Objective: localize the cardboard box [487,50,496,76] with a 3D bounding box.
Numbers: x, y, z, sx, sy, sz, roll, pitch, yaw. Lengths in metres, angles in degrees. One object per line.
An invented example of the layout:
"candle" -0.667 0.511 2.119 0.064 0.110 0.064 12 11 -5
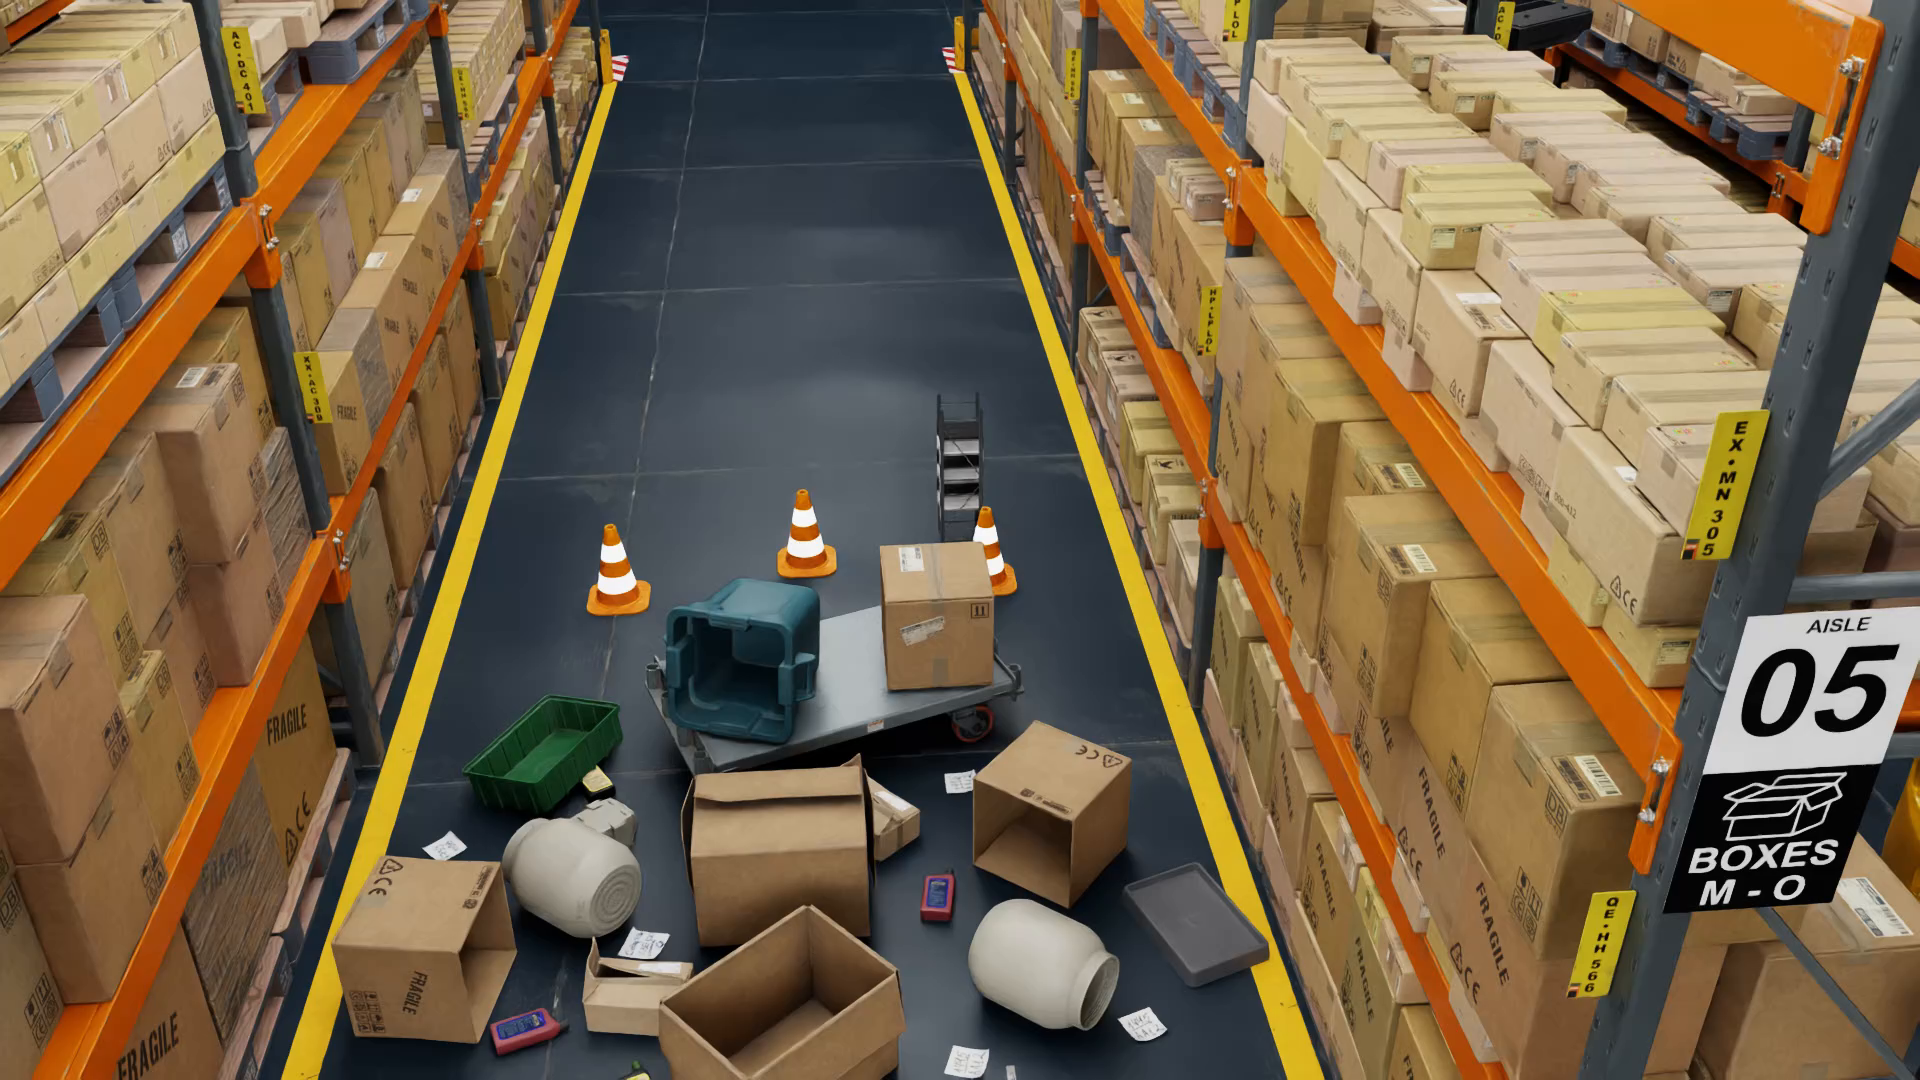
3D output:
"cardboard box" -3.634 -3.498 12.227 0.380 0.149 0.250 -2 31 -3

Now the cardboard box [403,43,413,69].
"cardboard box" -4.305 -3.596 12.391 0.380 0.149 0.250 -3 31 -5

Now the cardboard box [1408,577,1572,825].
"cardboard box" 1.724 0.440 4.726 0.700 0.500 0.500 -2 31 -4

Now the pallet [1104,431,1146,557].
"pallet" 1.464 -0.318 10.076 1.003 0.211 1.213 -3 31 -5

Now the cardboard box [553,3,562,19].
"cardboard box" -3.865 -4.874 15.230 0.380 0.149 0.250 -2 31 -4

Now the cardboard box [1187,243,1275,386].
"cardboard box" 1.383 -1.069 7.818 0.500 0.500 0.500 -3 31 -6

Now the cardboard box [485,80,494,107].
"cardboard box" -3.604 -3.234 12.075 0.380 0.149 0.250 -2 31 -4

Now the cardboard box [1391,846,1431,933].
"cardboard box" 1.590 1.090 5.245 0.380 0.149 0.250 -2 31 -4

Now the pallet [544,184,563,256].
"pallet" -3.937 -2.694 14.055 1.003 0.211 1.213 -3 31 -5

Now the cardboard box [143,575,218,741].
"cardboard box" -3.210 0.480 5.875 0.875 0.550 0.550 -3 31 -5

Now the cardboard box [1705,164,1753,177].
"cardboard box" 5.908 -2.812 12.929 0.380 0.149 0.250 -2 31 -3

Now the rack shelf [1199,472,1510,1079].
"rack shelf" 1.842 0.837 6.126 1.077 0.370 4.000 -3 31 -5

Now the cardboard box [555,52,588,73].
"cardboard box" -3.925 -4.758 16.581 0.380 0.149 0.250 -2 31 -3

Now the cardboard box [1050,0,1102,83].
"cardboard box" 0.916 -3.520 11.647 0.500 0.500 0.500 -2 31 -4

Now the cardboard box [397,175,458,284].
"cardboard box" -3.283 -1.818 9.771 0.500 0.500 0.500 -3 31 -5

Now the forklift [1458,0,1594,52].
"forklift" 3.320 -2.534 11.135 3.031 2.935 1.130 -21 37 -31

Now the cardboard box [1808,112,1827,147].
"cardboard box" 5.996 -2.686 10.980 0.500 0.250 0.500 -3 31 -5

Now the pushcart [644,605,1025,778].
"pushcart" -0.610 0.768 8.098 1.648 0.377 0.936 -14 33 -22

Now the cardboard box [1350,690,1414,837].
"cardboard box" 1.618 0.603 5.428 0.500 0.500 0.500 -3 31 -5

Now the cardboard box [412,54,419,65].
"cardboard box" -4.335 -3.611 12.706 0.380 0.149 0.250 -4 31 -7

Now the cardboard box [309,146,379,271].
"cardboard box" -3.459 -1.708 8.612 0.700 0.500 0.500 -3 31 -5

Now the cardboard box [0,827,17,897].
"cardboard box" -3.030 0.842 4.216 0.875 0.550 0.550 -3 31 -5

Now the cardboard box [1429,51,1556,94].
"cardboard box" 2.003 -1.735 6.272 0.380 0.149 0.250 -3 31 -6

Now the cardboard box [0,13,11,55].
"cardboard box" -3.568 -1.748 5.786 0.380 0.149 0.250 -2 31 -4

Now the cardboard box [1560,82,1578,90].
"cardboard box" 5.618 -4.007 14.929 0.380 0.149 0.250 -1 31 -2

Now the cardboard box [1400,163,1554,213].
"cardboard box" 1.587 -1.049 5.124 0.380 0.149 0.250 -2 31 -4

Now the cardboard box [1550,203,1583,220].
"cardboard box" 2.108 -0.854 5.186 0.500 0.250 0.500 -2 31 -4

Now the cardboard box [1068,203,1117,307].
"cardboard box" 1.299 -2.160 12.104 0.875 0.875 0.875 -3 31 -5

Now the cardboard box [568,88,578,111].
"cardboard box" -3.883 -4.232 15.991 0.380 0.149 0.250 -3 31 -5

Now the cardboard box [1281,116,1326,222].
"cardboard box" 1.481 -1.343 6.006 0.500 0.250 0.500 -3 31 -5

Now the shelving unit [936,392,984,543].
"shelving unit" -0.001 -0.390 9.527 0.258 0.900 0.210 -3 31 -5

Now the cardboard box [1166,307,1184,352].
"cardboard box" 1.265 -1.080 8.469 0.380 0.149 0.250 -3 31 -5

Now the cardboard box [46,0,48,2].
"cardboard box" -8.850 -5.217 15.805 0.380 0.149 0.250 -3 31 -4

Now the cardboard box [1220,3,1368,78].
"cardboard box" 1.456 -2.188 7.300 0.500 0.250 0.500 -3 31 -6

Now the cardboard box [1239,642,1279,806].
"cardboard box" 1.503 0.772 7.073 0.500 0.500 0.500 -2 31 -3

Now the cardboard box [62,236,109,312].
"cardboard box" -2.791 -0.786 4.955 0.380 0.149 0.250 -3 31 -5

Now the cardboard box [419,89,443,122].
"cardboard box" -3.488 -2.822 10.805 0.380 0.149 0.250 -3 31 -5

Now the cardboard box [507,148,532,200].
"cardboard box" -3.592 -2.817 12.839 0.500 0.250 0.500 -4 31 -7

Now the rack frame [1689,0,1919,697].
"rack frame" 2.029 -1.026 2.693 1.000 3.000 0.127 -3 31 -5

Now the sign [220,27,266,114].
"sign" -2.712 -1.775 6.291 0.100 0.325 0.005 -3 31 -5

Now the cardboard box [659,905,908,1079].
"cardboard box" -0.656 1.845 6.170 0.637 0.503 0.797 27 40 37

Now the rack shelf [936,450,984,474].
"rack shelf" -0.001 -0.439 9.498 0.258 0.077 0.200 -3 31 -5

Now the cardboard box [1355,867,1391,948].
"cardboard box" 1.573 1.240 5.658 0.380 0.149 0.250 -2 31 -4

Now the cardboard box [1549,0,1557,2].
"cardboard box" 5.559 -5.129 15.268 0.500 0.250 0.500 -2 31 -3

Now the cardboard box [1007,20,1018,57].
"cardboard box" 0.686 -4.276 14.130 0.500 0.250 0.500 -3 31 -6

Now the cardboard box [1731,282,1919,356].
"cardboard box" 2.248 -0.555 4.296 0.380 0.149 0.250 -3 31 -5

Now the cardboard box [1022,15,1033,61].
"cardboard box" 0.765 -3.966 13.123 0.500 0.250 0.500 -2 31 -4

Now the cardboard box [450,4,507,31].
"cardboard box" -3.707 -4.018 12.807 0.380 0.149 0.250 -3 31 -5

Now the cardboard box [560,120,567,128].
"cardboard box" -3.899 -3.834 15.614 0.380 0.149 0.250 -3 31 -6

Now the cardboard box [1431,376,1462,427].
"cardboard box" 1.625 -0.455 4.906 0.380 0.149 0.250 -4 31 -6

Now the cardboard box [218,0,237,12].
"cardboard box" -3.647 -2.561 7.768 0.500 0.311 0.500 -4 31 -6

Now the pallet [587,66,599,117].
"pallet" -4.337 -4.678 17.377 1.003 0.211 1.213 -3 31 -5

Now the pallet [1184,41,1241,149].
"pallet" 1.703 -2.020 7.466 1.213 0.211 1.003 -3 31 -5

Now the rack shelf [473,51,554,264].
"rack shelf" -3.825 -2.959 12.480 1.077 0.370 4.000 -3 31 -5

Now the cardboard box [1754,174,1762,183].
"cardboard box" 6.450 -2.845 12.984 0.380 0.149 0.250 -4 31 -7

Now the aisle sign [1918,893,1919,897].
"aisle sign" 2.343 0.450 3.537 0.394 0.787 0.004 -3 31 -5
